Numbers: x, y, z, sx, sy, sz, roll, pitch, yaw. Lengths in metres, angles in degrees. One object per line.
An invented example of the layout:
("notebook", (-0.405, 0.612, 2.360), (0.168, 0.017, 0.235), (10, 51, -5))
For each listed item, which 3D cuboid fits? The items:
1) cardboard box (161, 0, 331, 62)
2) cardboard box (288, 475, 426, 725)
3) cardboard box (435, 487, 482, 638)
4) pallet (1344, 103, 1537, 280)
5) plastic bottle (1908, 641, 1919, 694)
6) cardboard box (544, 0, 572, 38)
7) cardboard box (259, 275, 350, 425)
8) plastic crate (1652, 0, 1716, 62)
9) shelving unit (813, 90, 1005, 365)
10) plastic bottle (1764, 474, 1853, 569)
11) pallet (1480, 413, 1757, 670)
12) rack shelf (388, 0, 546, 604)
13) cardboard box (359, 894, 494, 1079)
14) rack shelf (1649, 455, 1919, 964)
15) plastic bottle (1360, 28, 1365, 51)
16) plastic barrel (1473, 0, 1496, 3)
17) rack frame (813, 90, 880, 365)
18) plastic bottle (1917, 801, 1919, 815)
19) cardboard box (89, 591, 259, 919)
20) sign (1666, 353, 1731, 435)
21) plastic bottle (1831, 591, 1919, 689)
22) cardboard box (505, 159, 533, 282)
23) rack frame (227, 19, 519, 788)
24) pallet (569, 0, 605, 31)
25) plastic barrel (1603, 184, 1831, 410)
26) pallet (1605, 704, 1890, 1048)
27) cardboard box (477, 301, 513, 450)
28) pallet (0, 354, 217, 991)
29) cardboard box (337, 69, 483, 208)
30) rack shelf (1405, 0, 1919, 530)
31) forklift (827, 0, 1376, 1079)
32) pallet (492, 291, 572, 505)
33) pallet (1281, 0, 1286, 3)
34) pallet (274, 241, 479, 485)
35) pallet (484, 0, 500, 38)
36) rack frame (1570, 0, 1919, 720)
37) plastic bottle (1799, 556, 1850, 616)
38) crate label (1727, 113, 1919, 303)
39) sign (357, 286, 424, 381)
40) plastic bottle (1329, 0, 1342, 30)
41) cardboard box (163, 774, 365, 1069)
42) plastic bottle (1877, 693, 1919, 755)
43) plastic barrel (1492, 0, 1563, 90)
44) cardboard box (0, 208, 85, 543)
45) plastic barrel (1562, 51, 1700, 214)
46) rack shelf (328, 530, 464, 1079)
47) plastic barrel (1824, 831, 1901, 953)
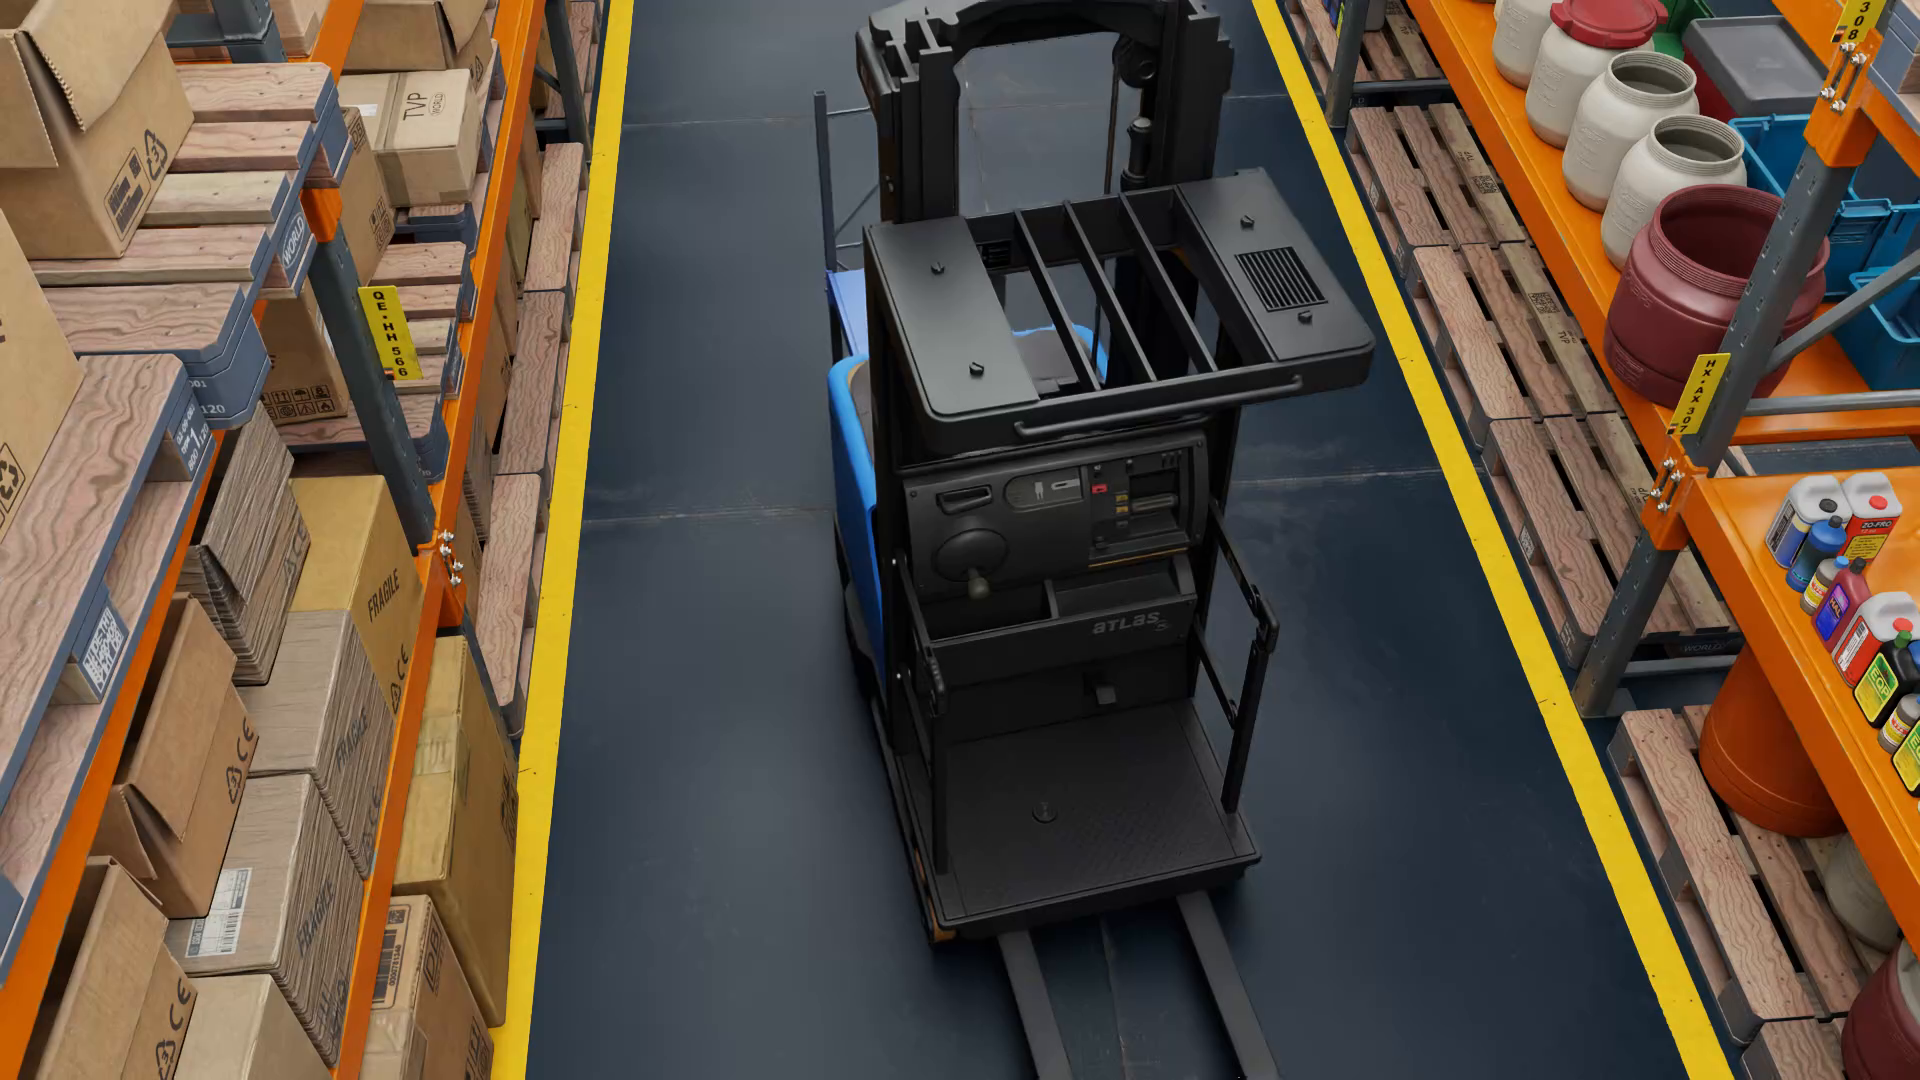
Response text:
("cardboard box", (-1.897, -1.464, 4.245), (0.500, 0.250, 0.500), (-3, 47, -3))
("cardboard box", (-1.823, 0.179, 4.582), (0.500, 0.500, 0.500), (-2, 47, -2))
("cardboard box", (-2.187, 0.096, 6.148), (0.700, 0.500, 0.500), (-6, 47, -5))
("pallet", (2.594, -1.799, 8.445), (1.003, 0.211, 1.213), (-3, 47, -3))
("plastic bottle", (2.621, 0.364, 4.565), (0.097, 0.271, 0.097), (0, 47, 0))
("cardboard box", (-2.495, -3.014, 9.107), (0.500, 0.500, 0.500), (10, 47, 9))
("cardboard box", (-2.196, -0.696, 5.122), (0.500, 0.500, 0.500), (-9, 47, -8))
("plastic crate", (2.917, -2.008, 6.869), (0.450, 0.188, 0.662), (-3, 47, -3))
("shelving unit", (-0.204, -0.906, 6.711), (0.538, 1.500, 1.048), (-10, 47, -9))
("plastic bottle", (2.539, -0.055, 4.958), (0.152, 0.276, 0.135), (-3, 47, -3))
("pallet", (2.798, -0.034, 6.773), (1.003, 0.211, 1.213), (-3, 47, -3))
("rack shelf", (-2.278, -1.329, 6.574), (1.077, 0.370, 4.000), (-3, 47, -3))
("cardboard box", (-2.007, 1.603, 4.476), (1.225, 0.875, 0.875), (-3, 47, -3))
("rack shelf", (2.992, 1.264, 4.119), (1.077, 0.370, 4.000), (-3, 47, -3))
("plastic bottle", (2.149, -2.757, 9.056), (0.097, 0.201, 0.097), (0, 47, 0))
("plastic barrel", (2.351, -2.665, 7.251), (0.433, 0.535, 0.433), (0, 47, 0))
("rack frame", (-0.325, -1.264, 7.051), (0.500, 1.500, 0.032), (-10, 47, -9))
("plastic bottle", (2.590, 0.631, 4.312), (0.097, 0.271, 0.097), (0, 47, 0))
("cardboard box", (-2.014, 0.493, 3.594), (0.797, 0.503, 0.637), (-3, 47, -2))
("sign", (2.277, -0.448, 5.132), (0.100, 0.325, 0.005), (-3, 47, -3))
("plastic bottle", (2.577, 0.280, 4.641), (0.152, 0.276, 0.135), (-3, 47, -3))
("cardboard box", (-2.395, -1.523, 7.682), (0.700, 0.500, 0.500), (-4, 47, -4))
("rack frame", (-2.111, -0.129, 4.943), (1.000, 3.000, 0.127), (-3, 47, -3))
("pallet", (-2.643, -3.433, 9.992), (1.003, 0.211, 1.213), (-3, 47, -3))
("plastic barrel", (2.484, -0.794, 5.479), (0.600, 0.536, 0.708), (-3, 47, -3))
("pallet", (2.932, 1.097, 5.702), (1.003, 0.211, 1.213), (-3, 47, -3))
("cardboard box", (-2.300, -0.715, 6.916), (0.700, 0.500, 0.500), (0, 47, 0))
("pallet", (-1.908, 0.176, 2.718), (1.003, 0.211, 1.213), (-2, 47, -1))
("cardboard box", (-2.022, -1.448, 6.006), (0.500, 0.250, 0.500), (-5, 47, -4))
("rack shelf", (2.657, -1.630, 6.859), (1.077, 0.370, 4.000), (-3, 47, -3))
("forklift", (0.351, 0.028, 4.841), (1.130, 2.935, 3.031), (-10, 47, -9))
("pallet", (-2.274, -0.616, 7.325), (1.003, 0.211, 1.213), (-3, 47, -3))
("pallet", (2.370, -3.738, 10.282), (1.003, 0.211, 1.213), (-3, 47, -3))
("pallet", (-2.277, -0.572, 5.495), (1.213, 0.211, 1.003), (-3, 47, -3))
("pallet", (-2.527, -2.395, 7.221), (1.003, 0.211, 1.213), (-3, 47, -3))
("rack frame", (2.825, -0.430, 5.228), (1.000, 3.000, 0.127), (-3, 47, -3))
("plastic bottle", (2.529, 0.127, 4.837), (0.097, 0.201, 0.097), (0, 47, 0))
("crate label", (3.011, -1.177, 5.911), (0.502, 0.435, 0.616), (-3, 47, -3))
("sign", (-1.558, -0.563, 4.556), (0.100, 0.325, 0.005), (-3, 47, -3))
("plastic bottle", (2.149, -3.013, 9.195), (0.144, 0.351, 0.185), (-5, 47, -4))
("cardboard box", (-1.740, 0.915, 3.885), (0.500, 0.500, 0.500), (-5, 47, -5))
("plastic bottle", (2.571, 0.488, 4.495), (0.097, 0.201, 0.097), (0, 47, 0))
("plastic barrel", (2.413, -2.134, 6.748), (0.433, 0.535, 0.433), (0, 47, 0))
("cardboard box", (-1.828, -0.283, 2.665), (0.500, 0.500, 0.500), (-1, 47, -1))
("plastic barrel", (2.490, -1.505, 6.168), (0.421, 0.512, 0.421), (0, 47, 0))
("rack shelf", (-1.944, 1.565, 3.833), (1.077, 0.370, 4.000), (-3, 47, -3))
("plastic barrel", (3.019, 1.037, 5.263), (0.421, 0.512, 0.421), (0, 47, 0))
